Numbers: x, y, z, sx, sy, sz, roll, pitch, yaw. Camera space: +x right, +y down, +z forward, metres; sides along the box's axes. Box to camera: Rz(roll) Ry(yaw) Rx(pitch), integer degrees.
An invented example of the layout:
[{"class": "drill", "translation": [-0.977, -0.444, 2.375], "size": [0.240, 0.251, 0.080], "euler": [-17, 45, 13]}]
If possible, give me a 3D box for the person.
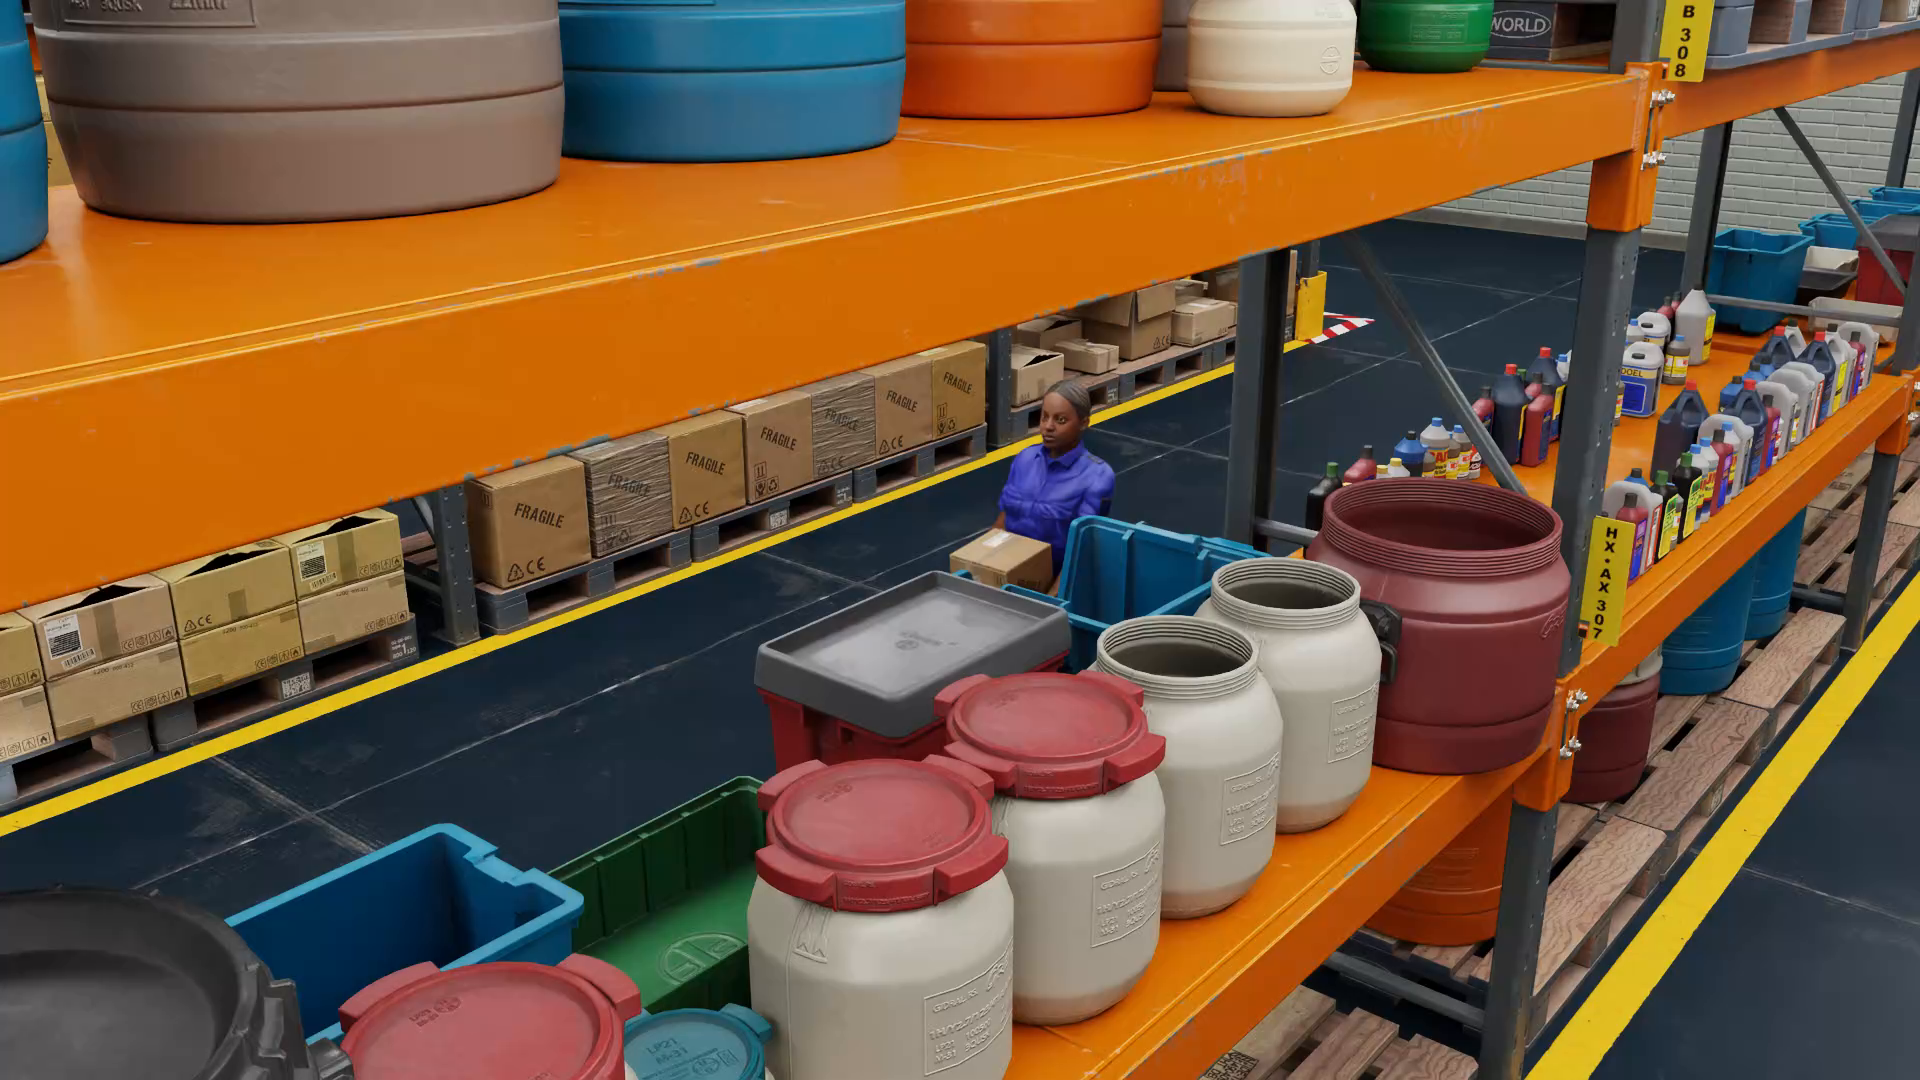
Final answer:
[{"class": "person", "translation": [0.265, 0.259, 5.901], "size": [0.451, 1.650, 0.512], "euler": [16, 26, 37]}]
